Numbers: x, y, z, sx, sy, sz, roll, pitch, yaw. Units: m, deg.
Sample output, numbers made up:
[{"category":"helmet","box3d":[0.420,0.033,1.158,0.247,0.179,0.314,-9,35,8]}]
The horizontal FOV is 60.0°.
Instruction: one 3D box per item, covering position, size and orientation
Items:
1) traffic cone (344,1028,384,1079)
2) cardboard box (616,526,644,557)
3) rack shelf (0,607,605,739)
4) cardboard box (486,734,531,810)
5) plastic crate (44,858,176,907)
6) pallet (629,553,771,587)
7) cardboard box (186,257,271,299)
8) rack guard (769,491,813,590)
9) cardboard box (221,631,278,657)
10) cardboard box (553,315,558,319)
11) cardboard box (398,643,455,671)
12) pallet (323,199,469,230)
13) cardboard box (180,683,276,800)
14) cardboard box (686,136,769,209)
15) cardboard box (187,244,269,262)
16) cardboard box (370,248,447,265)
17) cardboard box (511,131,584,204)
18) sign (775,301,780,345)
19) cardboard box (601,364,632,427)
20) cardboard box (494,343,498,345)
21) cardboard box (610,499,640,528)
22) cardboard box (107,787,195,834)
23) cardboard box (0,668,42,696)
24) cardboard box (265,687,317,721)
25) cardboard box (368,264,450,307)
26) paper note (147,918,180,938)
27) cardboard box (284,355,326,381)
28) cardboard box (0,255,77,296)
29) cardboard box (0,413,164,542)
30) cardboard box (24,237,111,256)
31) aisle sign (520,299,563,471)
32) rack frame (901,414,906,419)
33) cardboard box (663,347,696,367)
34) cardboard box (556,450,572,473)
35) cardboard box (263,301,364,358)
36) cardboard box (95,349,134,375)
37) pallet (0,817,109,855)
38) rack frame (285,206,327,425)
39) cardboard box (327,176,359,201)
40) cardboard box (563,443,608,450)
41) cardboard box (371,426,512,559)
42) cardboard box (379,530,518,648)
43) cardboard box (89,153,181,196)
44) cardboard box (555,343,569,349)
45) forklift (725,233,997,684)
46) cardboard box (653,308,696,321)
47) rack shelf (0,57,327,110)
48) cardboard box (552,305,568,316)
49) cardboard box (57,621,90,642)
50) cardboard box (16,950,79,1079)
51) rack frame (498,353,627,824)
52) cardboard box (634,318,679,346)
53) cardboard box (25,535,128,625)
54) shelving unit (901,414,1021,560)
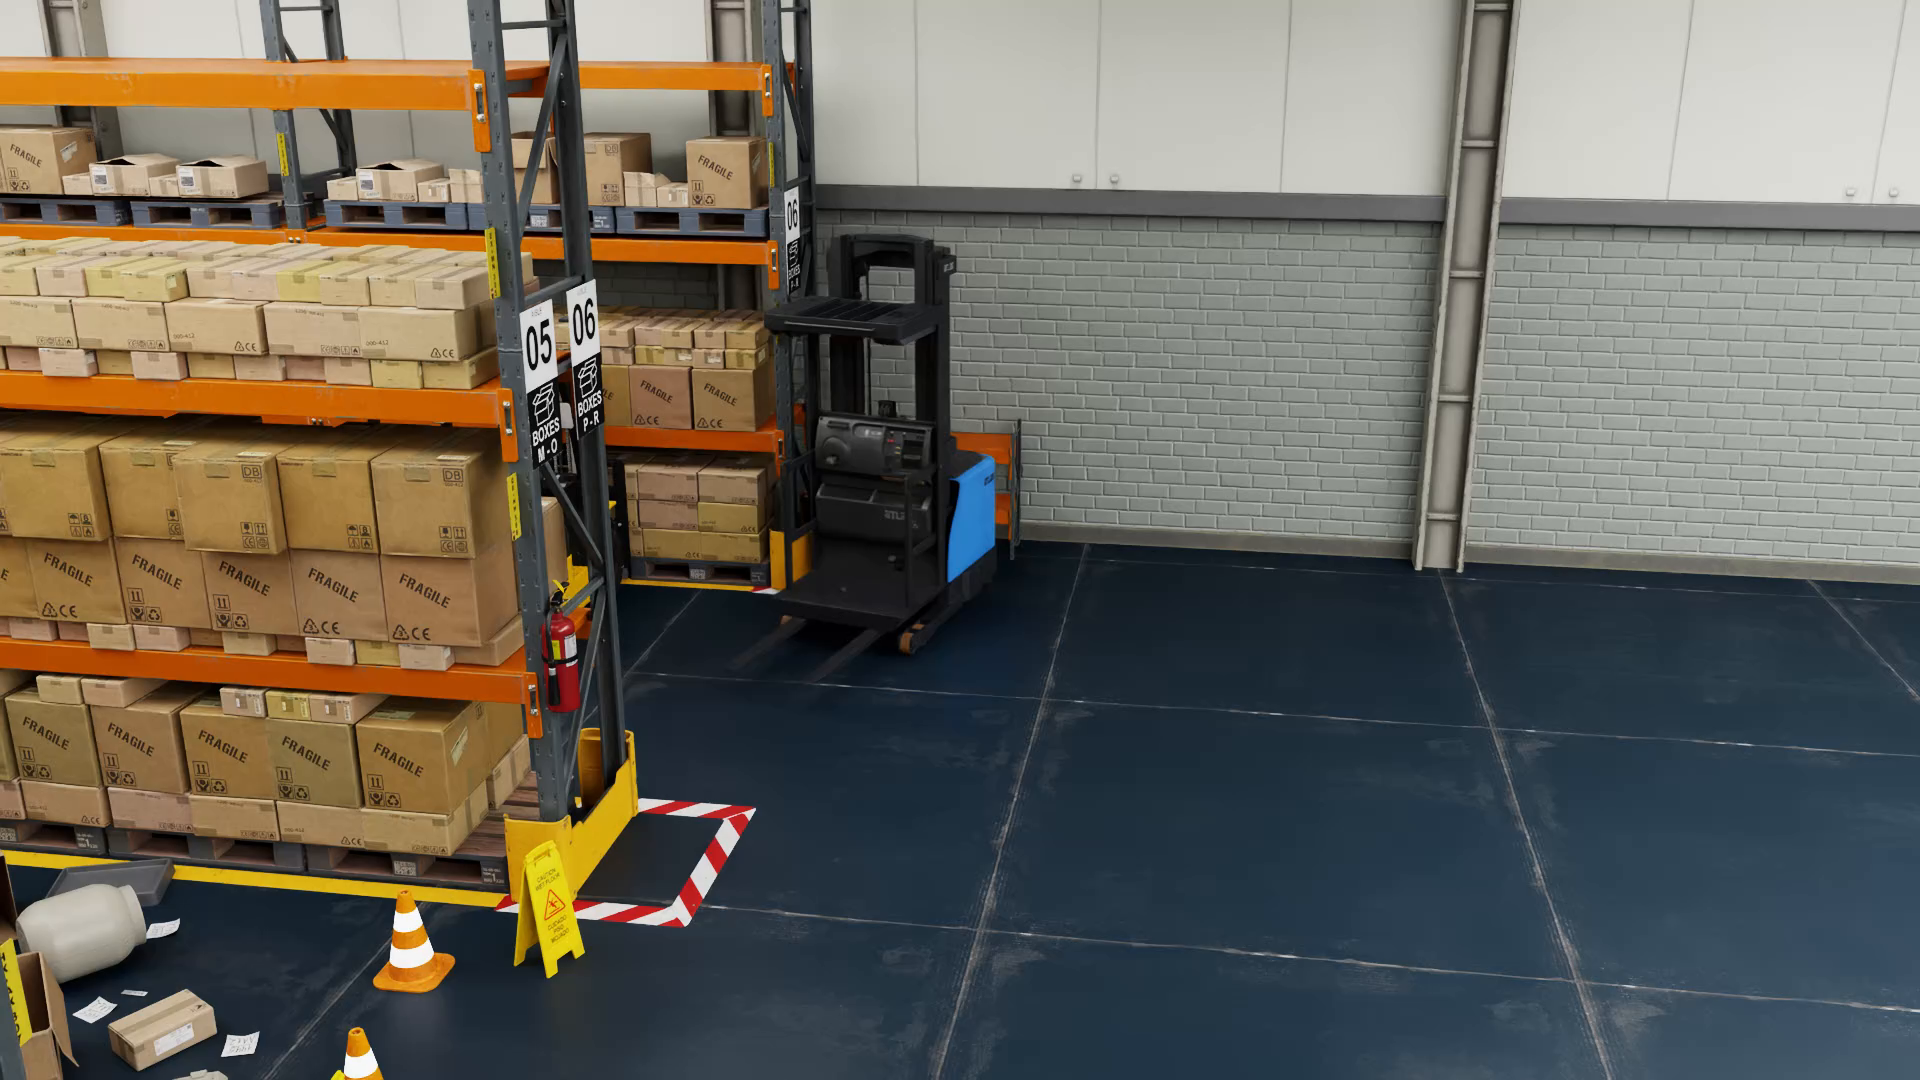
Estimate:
[{"category":"traffic cone","box3d":[-2.571,2.312,7.163,0.334,0.463,0.336,3,19,9]},{"category":"cardboard box","box3d":[-2.814,-0.069,13.954,0.500,0.250,0.500,3,19,9]},{"category":"rack shelf","box3d":[-4.076,0.602,9.409,4.000,0.370,1.077,3,19,9]},{"category":"cardboard box","box3d":[-2.854,1.340,9.744,0.500,0.250,0.500,3,19,8]},{"category":"plastic crate","box3d":[-4.631,1.881,9.055,0.583,0.080,0.402,-3,19,-10]},{"category":"pallet","box3d":[-2.080,0.104,14.160,1.213,0.211,1.003,3,19,9]},{"category":"cardboard box","box3d":[-3.723,-1.341,8.495,0.250,0.149,0.380,2,19,7]},{"category":"rack guard","box3d":[-1.294,-0.007,14.035,0.348,0.500,1.175,3,19,9]},{"category":"cardboard box","box3d":[-3.779,0.487,9.017,0.250,0.149,0.380,3,19,8]},{"category":"cardboard box","box3d":[-3.466,-1.735,13.612,0.250,0.149,0.380,3,19,9]},{"category":"cardboard box","box3d":[-2.772,0.551,8.824,0.250,0.149,0.380,3,19,8]},{"category":"pallet","box3d":[-4.421,-2.740,13.678,1.213,0.211,1.003,3,19,9]},{"category":"cardboard box","box3d":[-3.947,1.100,9.279,0.500,0.500,0.500,2,19,7]},{"category":"cardboard box","box3d":[-1.794,-2.856,12.906,0.500,0.500,0.500,4,19,10]},{"category":"cardboard box","box3d":[-3.918,-1.488,8.934,0.250,0.149,0.380,3,19,10]},{"category":"cardboard box","box3d":[-2.908,-1.441,8.794,0.250,0.149,0.380,3,19,9]},{"category":"cardboard box","box3d":[-3.361,-2.982,13.277,0.637,0.503,0.797,4,19,10]},{"category":"sign","box3d":[-1.418,-1.685,12.915,0.005,0.325,0.100,3,19,9]},{"category":"cardboard box","box3d":[-2.862,-1.238,13.618,0.500,0.500,0.500,3,19,8]},{"category":"cardboard box","box3d":[-2.378,-1.060,8.912,0.250,0.149,0.380,3,19,9]},{"category":"cardboard box","box3d":[-2.855,-0.300,13.856,0.500,0.250,0.500,2,19,7]},{"category":"cardboard box","box3d":[-4.458,1.429,9.477,0.500,0.250,0.500,3,19,8]},{"category":"cardboard box","box3d":[-5.397,0.742,9.327,0.250,0.149,0.380,3,19,9]},{"category":"cardboard box","box3d":[-3.555,0.834,9.051,0.250,0.149,0.380,3,19,10]},{"category":"cardboard box","box3d":[-2.731,-1.269,8.281,0.250,0.149,0.380,3,19,10]},{"category":"paper note","box3d":[-4.168,2.029,8.690,0.148,0.019,0.142,-3,19,-10]},{"category":"cardboard box","box3d":[-3.246,-0.932,8.529,0.250,0.149,0.380,3,19,9]},{"category":"cardboard box","box3d":[-4.763,-1.364,8.565,0.250,0.149,0.380,2,19,7]},{"category":"cardboard box","box3d":[-4.659,-0.346,8.906,0.500,0.500,0.700,3,19,7]},{"category":"cardboard box","box3d":[-4.915,-1.571,9.183,0.250,0.149,0.380,3,19,10]},{"category":"aisle sign","box3d":[-2.086,-0.777,8.301,0.004,0.787,0.394,3,19,9]},{"category":"rack frame","box3d":[-0.526,-0.489,14.490,0.032,1.125,0.500,3,19,8]},{"category":"cardboard box","box3d":[-2.208,-1.514,13.420,0.250,0.149,0.380,3,19,10]},{"category":"cardboard box","box3d":[-3.326,-0.562,13.851,0.500,0.250,0.500,3,19,8]},{"category":"cardboard box","box3d":[-3.144,-1.102,8.409,0.500,0.250,0.500,3,19,8]},{"category":"cardboard box","box3d":[-4.257,-0.972,8.650,0.250,0.149,0.380,3,19,9]},{"category":"pallet","box3d":[-5.382,1.506,9.970,1.213,0.211,1.003,3,19,9]},{"category":"rack frame","box3d":[-5.267,-1.395,14.244,0.127,3.000,1.000,3,19,9]},{"category":"cardboard box","box3d":[-4.872,-2.827,13.373,0.250,0.149,0.380,3,19,10]},{"category":"cardboard box","box3d":[-3.253,-0.727,14.343,0.500,0.250,0.500,3,19,8]},{"category":"cardboard box","box3d":[-2.641,-0.258,8.645,0.500,0.500,0.700,2,19,7]},{"category":"cardboard box","box3d":[-2.681,0.233,8.754,0.500,0.500,0.500,3,19,8]},{"category":"cardboard box","box3d":[-6.778,-3.020,13.696,0.500,0.311,0.500,2,19,7]},{"category":"cardboard box","box3d":[-3.207,-1.576,13.605,0.250,0.149,0.380,3,19,8]},{"category":"forklift","box3d":[-0.729,-0.694,12.258,1.130,2.935,3.031,7,20,21]},{"category":"cardboard box","box3d":[-2.374,-1.823,13.875,0.250,0.149,0.380,3,19,9]},{"category":"rack shelf","box3d":[-7.242,-3.809,13.770,4.000,0.370,1.077,3,19,9]},{"category":"cardboard box","box3d":[-3.400,-1.872,14.022,0.250,0.149,0.380,3,19,10]},{"category":"cardboard box","box3d":[-4.759,0.423,9.206,0.250,0.149,0.380,3,19,8]},{"category":"cardboard box","box3d":[-4.237,2.251,7.284,0.637,0.503,0.797,-11,21,-29]},{"category":"rack frame","box3d":[-2.102,0.362,8.994,0.127,3.000,1.000,3,19,9]},{"category":"cardboard box","box3d":[-2.450,-1.685,13.462,0.250,0.149,0.380,3,19,9]},{"category":"cardboard box","box3d":[-4.668,0.129,9.064,0.500,0.500,0.500,3,19,8]},{"category":"shelving unit","box3d":[-0.023,-0.465,14.420,1.048,1.125,0.538,3,19,8]}]
